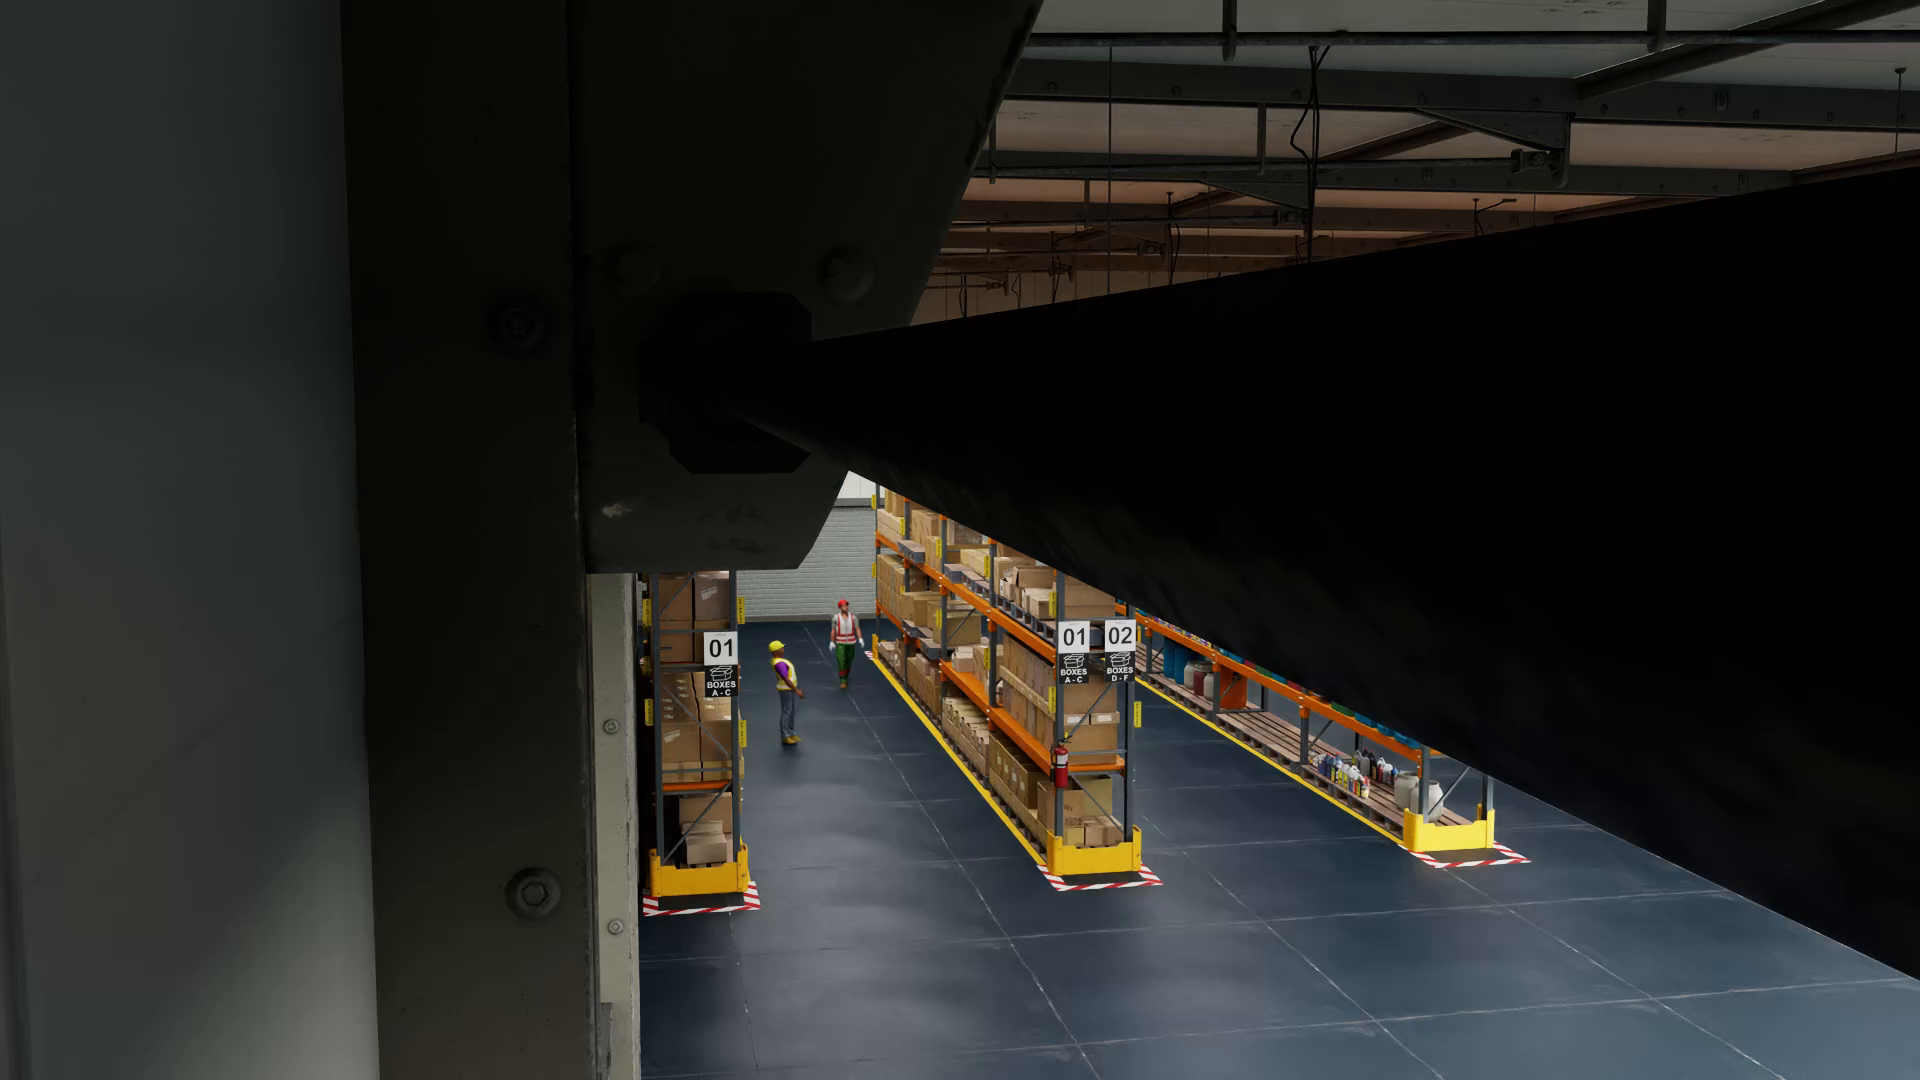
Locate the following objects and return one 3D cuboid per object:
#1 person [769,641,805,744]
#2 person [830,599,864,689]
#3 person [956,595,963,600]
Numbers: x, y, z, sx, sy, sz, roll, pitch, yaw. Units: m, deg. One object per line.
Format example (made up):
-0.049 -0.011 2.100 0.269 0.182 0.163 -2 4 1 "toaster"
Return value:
-2.900 2.579 28.234 0.671 1.774 0.675 1 6 11 "person"
-2.245 2.053 33.005 0.654 1.721 1.040 -1 6 -13 "person"
-0.091 1.301 40.447 0.804 1.755 0.616 3 6 24 "person"
